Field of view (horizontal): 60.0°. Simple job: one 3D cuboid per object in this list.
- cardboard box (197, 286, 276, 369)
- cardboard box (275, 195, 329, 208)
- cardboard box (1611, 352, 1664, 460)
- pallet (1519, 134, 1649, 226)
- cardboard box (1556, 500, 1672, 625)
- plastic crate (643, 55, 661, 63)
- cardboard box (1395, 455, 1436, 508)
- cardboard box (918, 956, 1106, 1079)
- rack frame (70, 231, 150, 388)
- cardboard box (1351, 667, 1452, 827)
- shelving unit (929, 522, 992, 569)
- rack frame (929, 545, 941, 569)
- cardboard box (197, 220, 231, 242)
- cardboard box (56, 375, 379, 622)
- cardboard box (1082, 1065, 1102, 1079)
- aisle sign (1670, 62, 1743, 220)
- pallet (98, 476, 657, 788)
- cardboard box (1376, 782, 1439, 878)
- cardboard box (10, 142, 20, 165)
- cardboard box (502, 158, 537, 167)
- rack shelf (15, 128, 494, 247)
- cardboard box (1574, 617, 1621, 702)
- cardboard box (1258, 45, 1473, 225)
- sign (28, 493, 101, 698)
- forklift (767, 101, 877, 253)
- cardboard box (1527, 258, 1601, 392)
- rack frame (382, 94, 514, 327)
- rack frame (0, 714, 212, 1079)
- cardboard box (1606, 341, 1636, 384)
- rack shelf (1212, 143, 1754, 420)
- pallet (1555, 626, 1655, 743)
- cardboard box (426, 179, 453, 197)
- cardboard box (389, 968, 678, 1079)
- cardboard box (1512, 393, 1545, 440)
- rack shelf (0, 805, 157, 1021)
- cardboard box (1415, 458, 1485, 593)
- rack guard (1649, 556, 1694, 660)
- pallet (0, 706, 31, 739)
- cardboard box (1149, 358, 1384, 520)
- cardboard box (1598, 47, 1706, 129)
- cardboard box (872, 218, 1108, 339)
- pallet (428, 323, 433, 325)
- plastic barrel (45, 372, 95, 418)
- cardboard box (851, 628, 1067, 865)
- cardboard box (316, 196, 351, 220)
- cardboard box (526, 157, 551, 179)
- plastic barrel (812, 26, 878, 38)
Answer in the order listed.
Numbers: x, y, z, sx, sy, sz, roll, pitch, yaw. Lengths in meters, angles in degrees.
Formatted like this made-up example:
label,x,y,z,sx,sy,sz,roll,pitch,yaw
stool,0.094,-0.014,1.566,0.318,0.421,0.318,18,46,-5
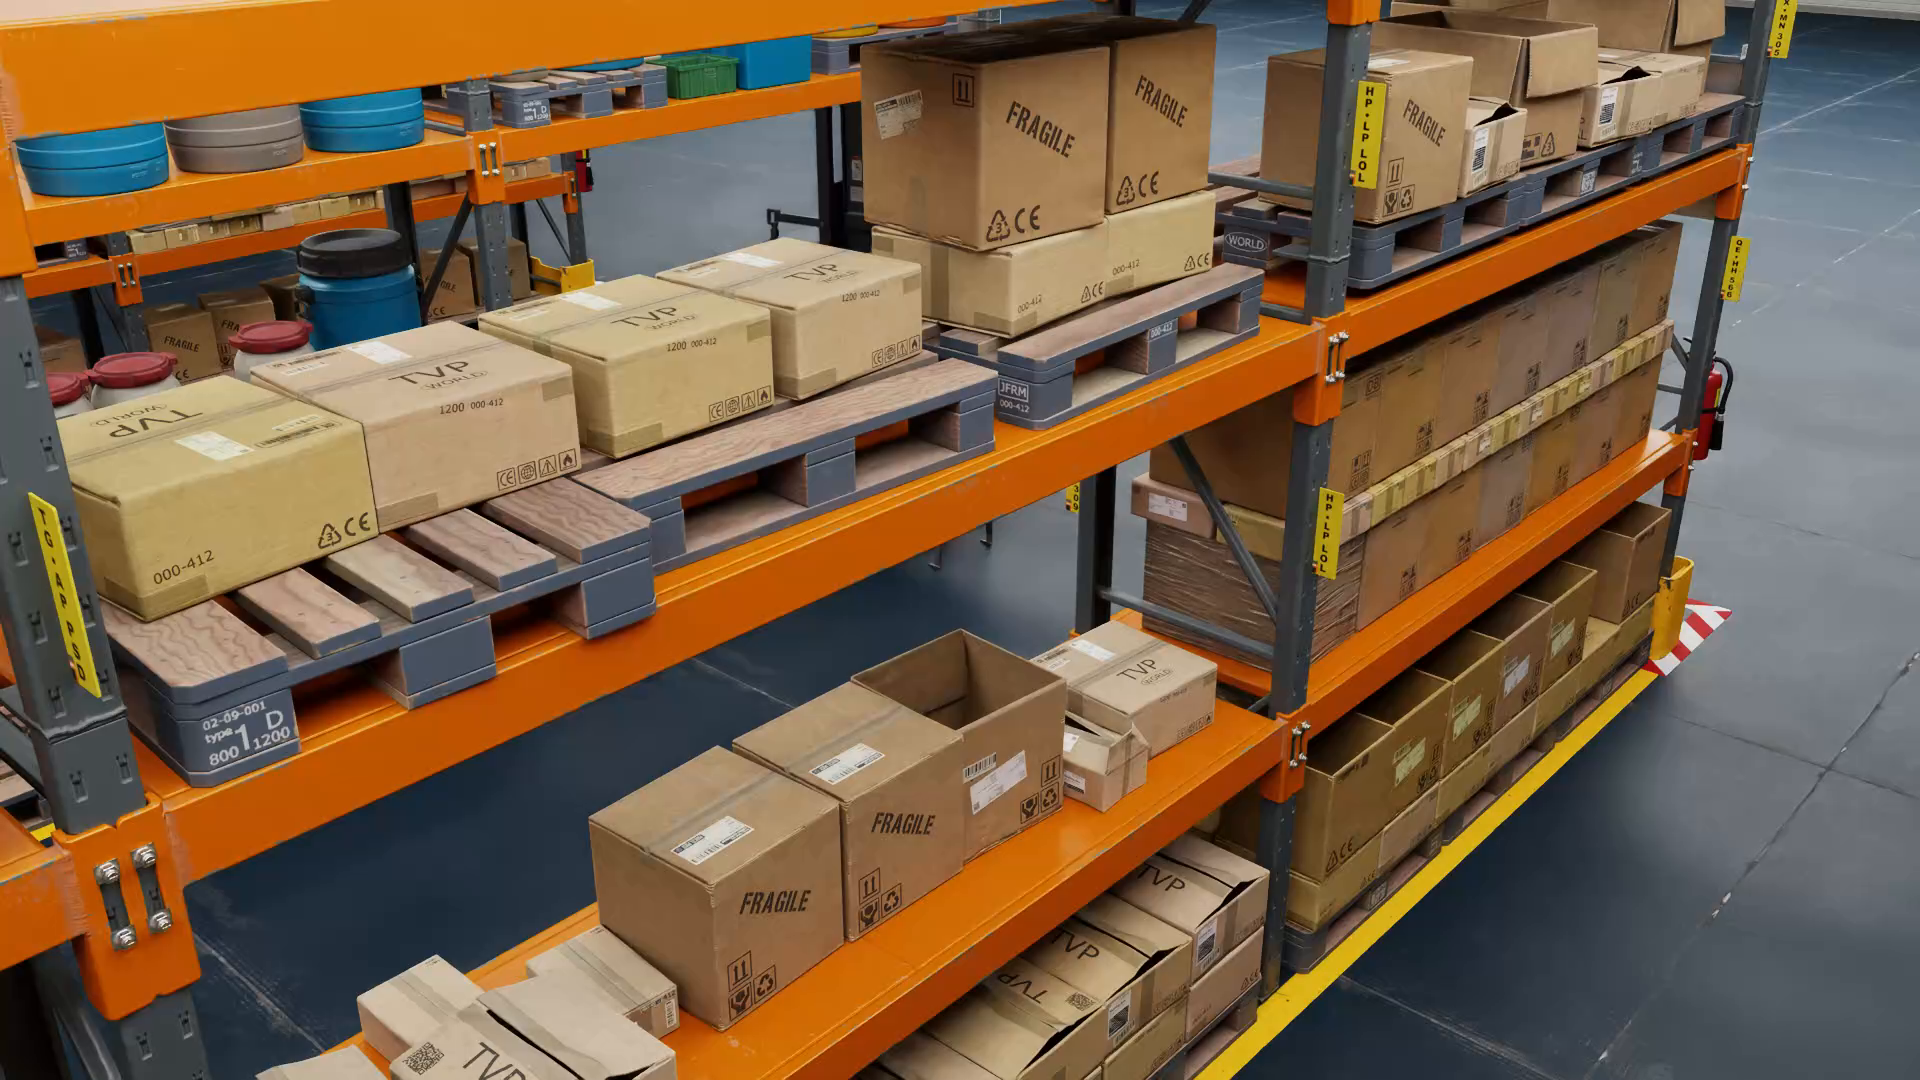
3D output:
label,x,y,z,sx,sy,sz,roll,pitch,yaw
cardboard box,-5.829,-1.719,13.461,0.500,0.500,0.500,-13,27,-27
cardboard box,-5.537,-3.005,13.300,0.875,0.500,0.500,20,31,38
cardboard box,3.221,-0.800,8.747,0.700,0.500,0.500,20,31,38
pallet,2.237,-1.640,7.183,1.003,0.211,1.213,20,31,38
cardboard box,3.406,0.072,8.854,0.500,0.500,0.500,20,31,38
plastic crate,-2.043,-2.876,10.155,0.243,0.136,0.396,20,31,38
cardboard box,1.709,-0.281,6.796,0.380,0.149,0.250,20,31,37
cardboard box,0.138,1.646,5.575,0.500,0.311,0.500,20,31,37
rack frame,-6.502,-2.381,12.394,1.000,3.000,0.127,20,31,38
cardboard box,1.743,0.836,7.151,0.500,0.500,0.500,20,31,38
shelving unit,-0.110,-0.908,10.208,0.431,2.100,0.503,20,31,38
rack frame,-0.273,-0.833,10.042,0.400,2.100,0.015,20,31,38
cardboard box,-5.812,-2.406,12.757,0.380,0.149,0.250,20,31,38
cardboard box,-1.536,-0.102,3.314,0.500,0.250,0.500,17,29,34
cardboard box,0.132,1.903,5.686,0.500,0.250,0.500,21,32,39
aisle sign,3.805,-2.020,8.410,0.394,0.787,0.004,20,31,38
pallet,-1.411,0.030,3.581,1.213,0.211,1.003,22,32,40
cardboard box,1.745,1.179,7.302,0.500,0.250,0.500,20,31,38
cardboard box,-7.137,-2.642,11.731,1.000,1.000,1.000,20,31,38
cardboard box,-4.220,-3.621,14.674,0.875,0.500,0.500,20,31,38
rack shelf,-4.148,-1.460,7.552,1.077,0.370,4.000,20,31,38
cardboard box,3.080,0.569,8.662,0.500,0.250,0.500,20,31,38
cardboard box,1.405,-1.426,5.791,0.500,0.500,0.500,-21,32,-39
sign,-1.394,0.088,2.589,0.100,0.325,0.005,20,31,38
forklift,-1.022,-2.875,13.579,3.031,2.935,1.130,13,27,27
cardboard box,2.503,-1.061,7.741,0.700,0.500,0.500,20,31,38
rack frame,-2.814,-1.028,9.377,1.000,3.000,0.127,20,31,38
rack frame,-1.797,1.544,3.640,1.000,3.000,0.127,20,31,38
cardboard box,3.085,-0.909,8.195,0.380,0.149,0.250,20,31,37
rack shelf,2.207,-1.325,7.251,1.077,0.370,4.000,20,31,38
pallet,3.063,0.623,9.102,1.003,0.211,1.213,20,31,38
cardboard box,-4.541,-3.039,14.168,0.380,0.149,0.250,20,31,38
cardboard box,-1.056,1.365,4.148,0.500,0.311,0.500,20,31,37
cardboard box,2.396,-0.594,7.492,0.380,0.149,0.250,20,31,37
rack shelf,-3.132,1.113,1.815,1.077,0.370,4.000,20,31,38
cardboard box,1.849,-0.172,7.344,0.700,0.500,0.500,21,31,38
rack guard,3.558,0.240,9.604,1.175,0.500,0.348,20,31,38
pallet,-4.123,0.867,8.558,1.003,0.211,1.213,20,31,38
cardboard box,1.164,-0.449,6.378,0.700,0.500,0.500,20,31,38
cardboard box,2.970,-2.026,7.436,0.500,0.250,0.500,20,31,38
cardboard box,0.090,-0.814,4.902,0.500,0.250,0.500,17,29,33
pallet,-5.266,-1.696,14.275,1.003,0.211,1.213,20,31,38
plastic barrel,-4.394,-0.504,8.041,0.433,0.535,0.433,0,24,0
cardboard box,-0.004,0.670,5.468,0.500,0.500,0.500,-22,32,-39
cardboard box,-5.143,-2.710,13.436,0.380,0.149,0.250,20,31,38
cardboard box,-3.869,-3.342,14.844,0.380,0.149,0.250,20,31,38
plastic barrel,-0.810,-3.511,10.505,0.600,0.588,0.600,0,24,0
